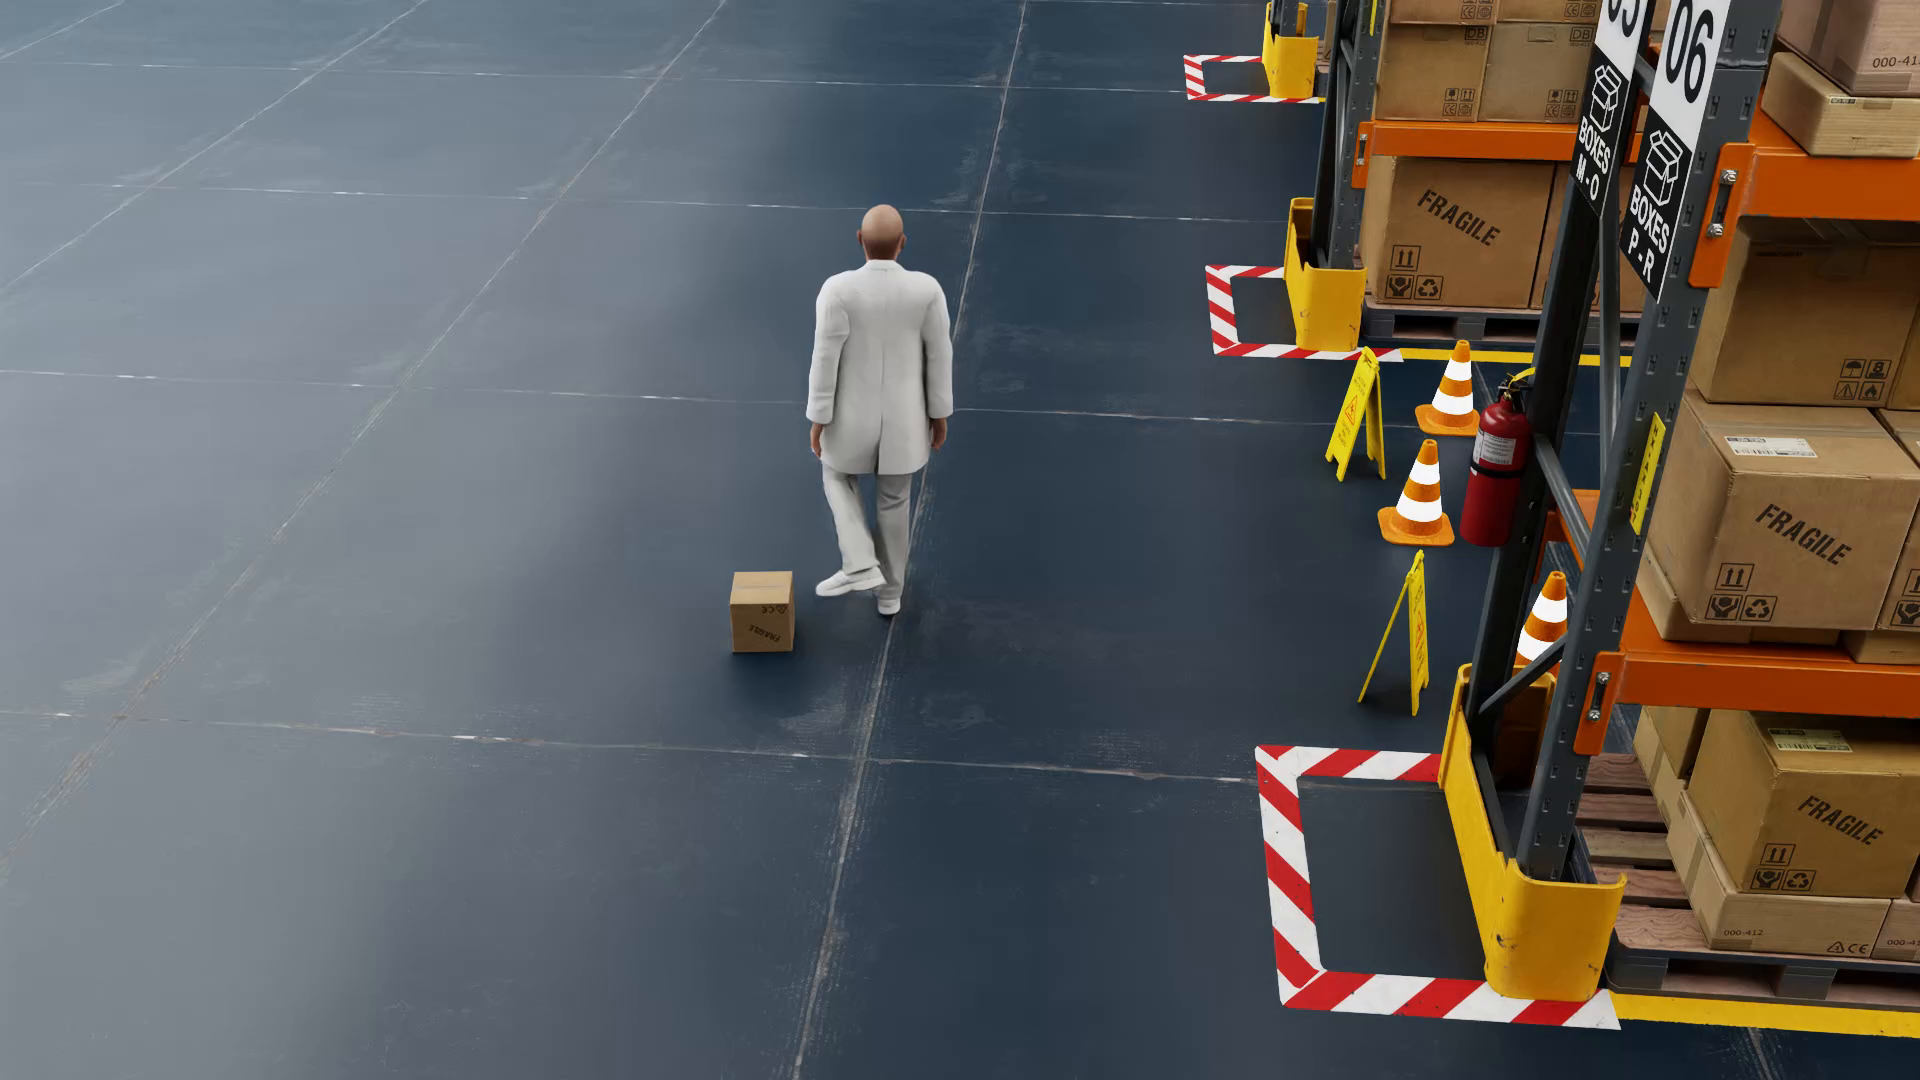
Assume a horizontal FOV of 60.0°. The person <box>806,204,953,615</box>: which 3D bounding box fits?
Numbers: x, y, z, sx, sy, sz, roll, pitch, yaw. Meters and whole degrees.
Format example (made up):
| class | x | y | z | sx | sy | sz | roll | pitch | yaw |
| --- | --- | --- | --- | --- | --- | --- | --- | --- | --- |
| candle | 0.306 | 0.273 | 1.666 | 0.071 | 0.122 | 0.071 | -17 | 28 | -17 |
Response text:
| class | x | y | z | sx | sy | sz | roll | pitch | yaw |
| --- | --- | --- | --- | --- | --- | --- | --- | --- | --- |
| person | -0.334 | -0.508 | 6.955 | 0.625 | 1.773 | 0.554 | -5 | 32 | -8 |
